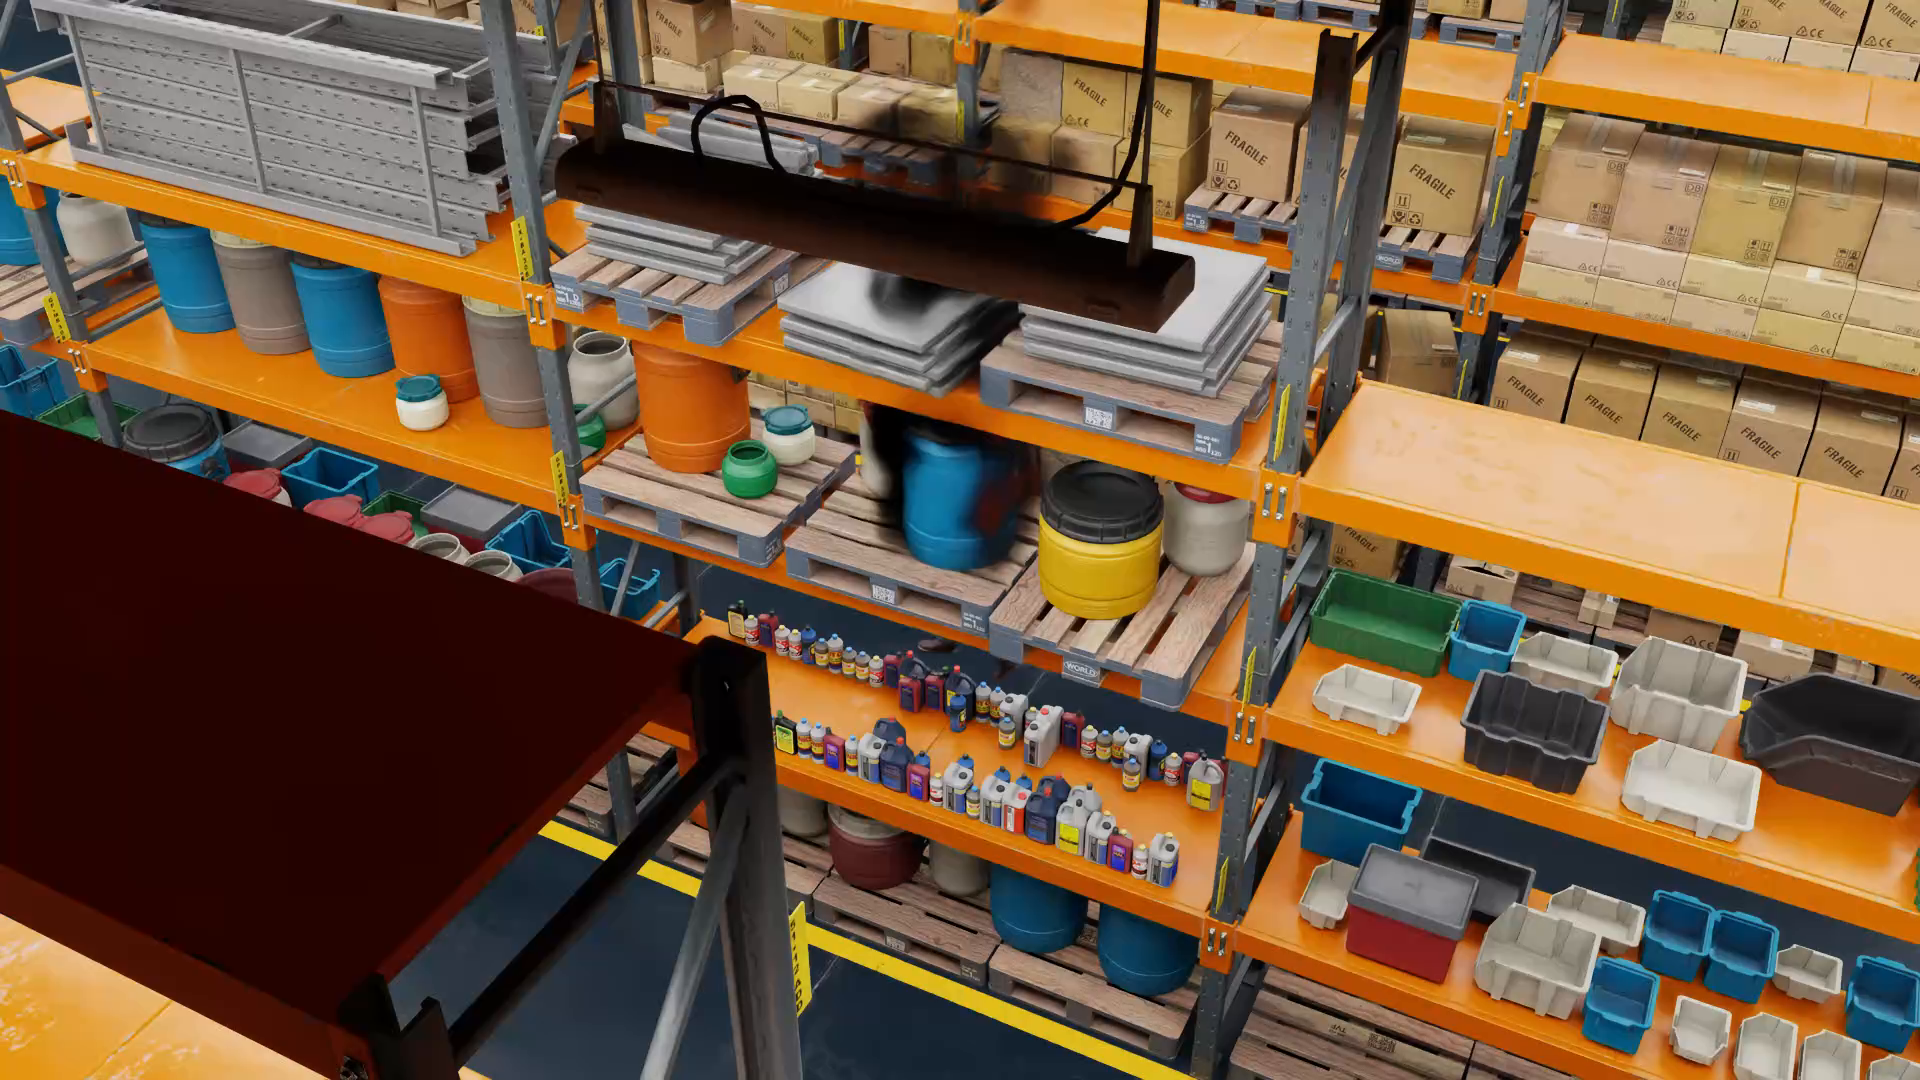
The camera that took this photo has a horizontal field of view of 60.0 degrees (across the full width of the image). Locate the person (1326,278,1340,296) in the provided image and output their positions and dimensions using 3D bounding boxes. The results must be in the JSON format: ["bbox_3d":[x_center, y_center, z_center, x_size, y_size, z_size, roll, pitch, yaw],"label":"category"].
[{"bbox_3d":[3.446,-2.124,15.470,0.565,1.629,0.550,6,36,9],"label":"person"}]

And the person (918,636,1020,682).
[{"bbox_3d":[0.077,0.226,11.606,0.839,1.692,0.577,15,38,20],"label":"person"}]
